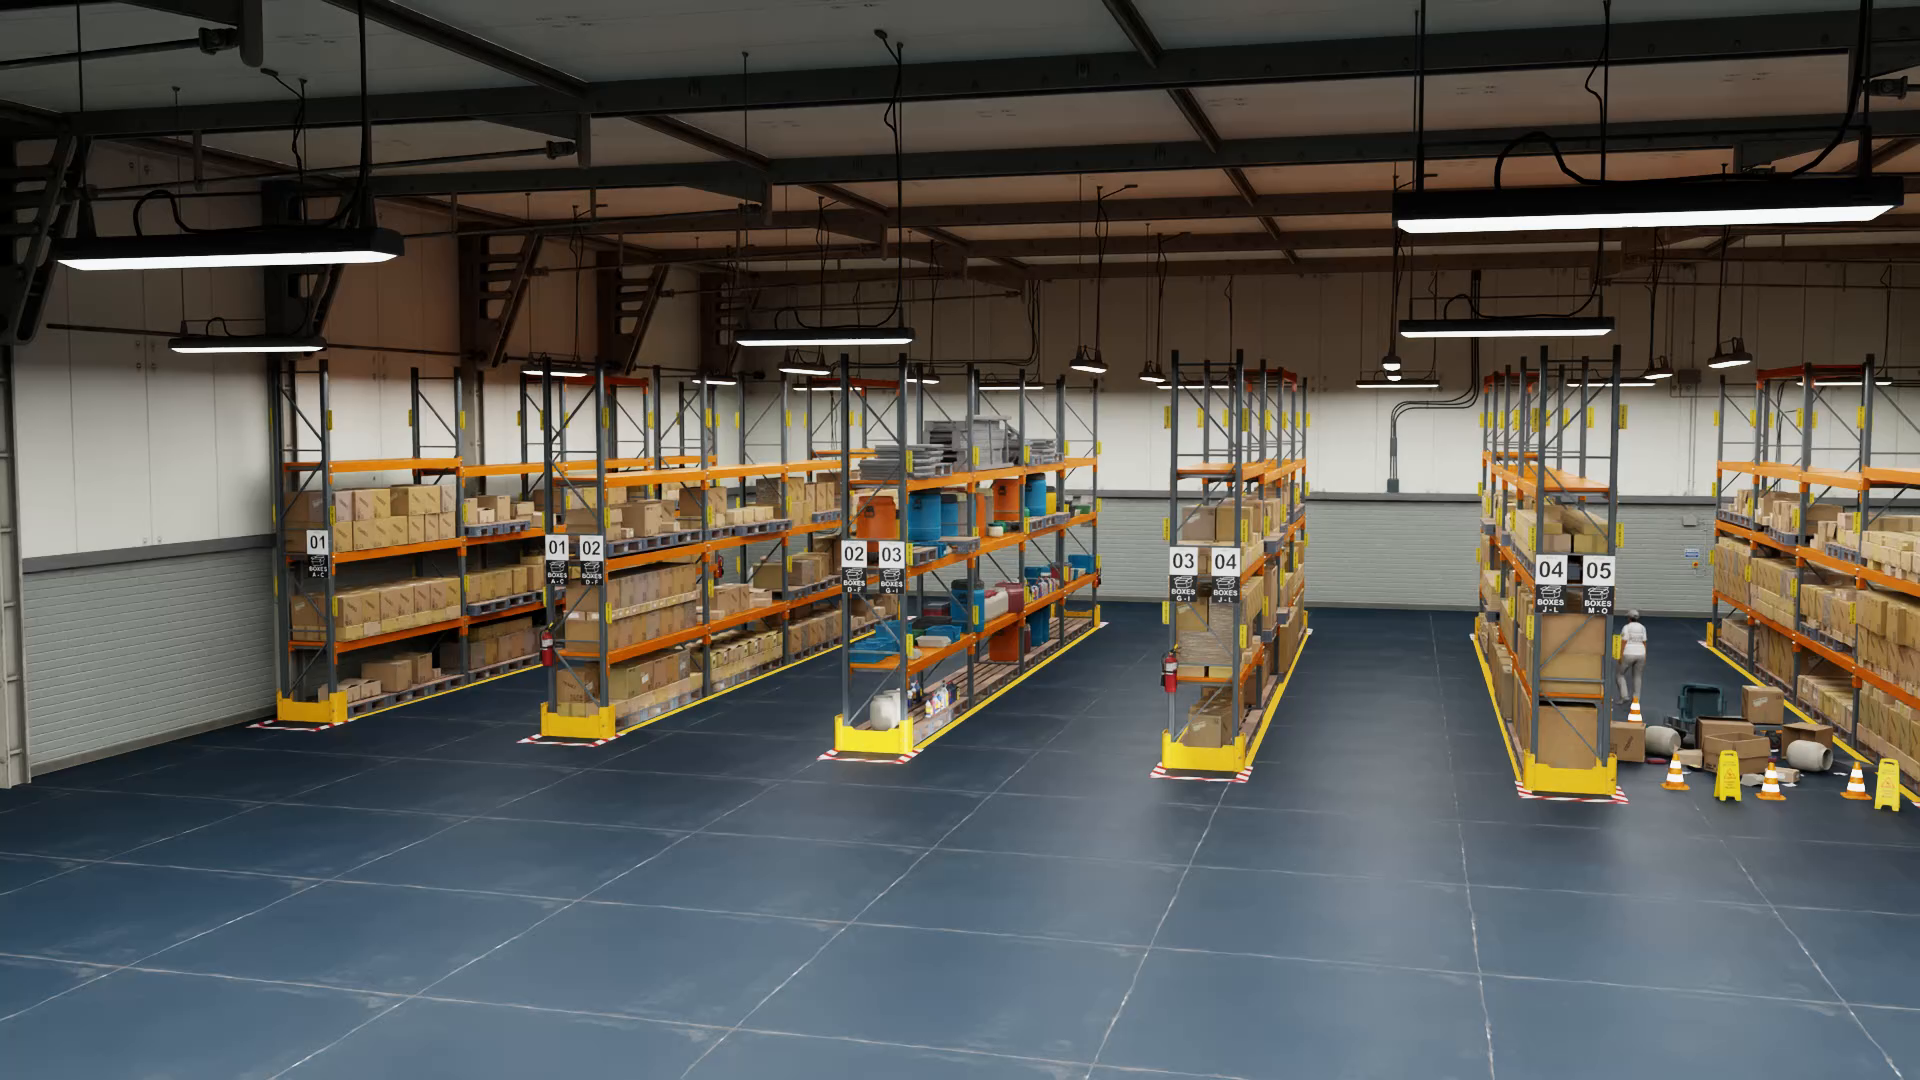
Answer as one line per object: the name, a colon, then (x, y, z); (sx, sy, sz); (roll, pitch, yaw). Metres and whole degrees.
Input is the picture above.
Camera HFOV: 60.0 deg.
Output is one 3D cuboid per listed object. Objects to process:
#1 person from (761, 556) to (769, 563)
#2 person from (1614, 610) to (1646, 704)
person: (-4.711, 1.261, 39.751); (0.582, 1.775, 0.634); (-4, 6, -42)
person: (11.841, 2.088, 29.331); (0.527, 1.710, 0.420); (-1, 4, -8)
